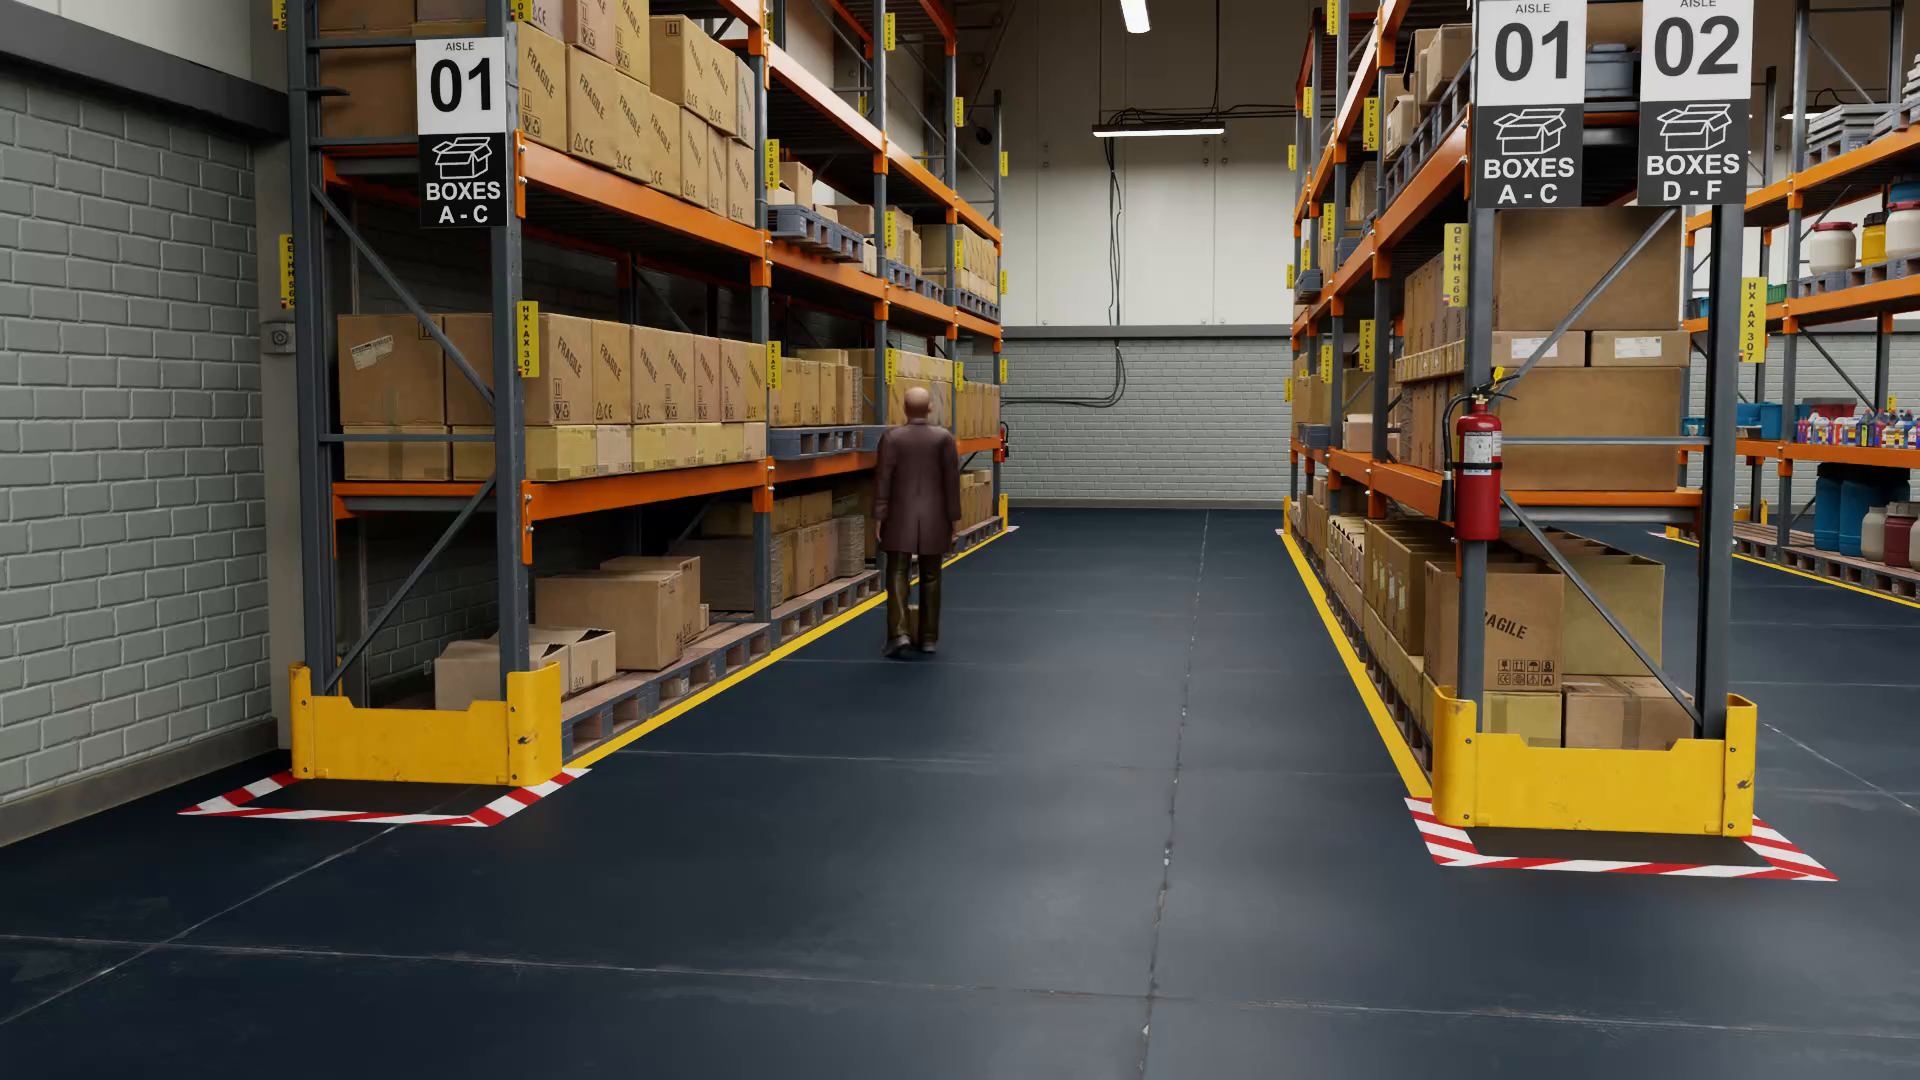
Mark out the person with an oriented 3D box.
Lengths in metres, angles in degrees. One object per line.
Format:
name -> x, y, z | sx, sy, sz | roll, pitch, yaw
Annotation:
person -> -0.292, -0.121, 11.153 | 0.618, 1.802, 0.691 | 0, 4, -6
